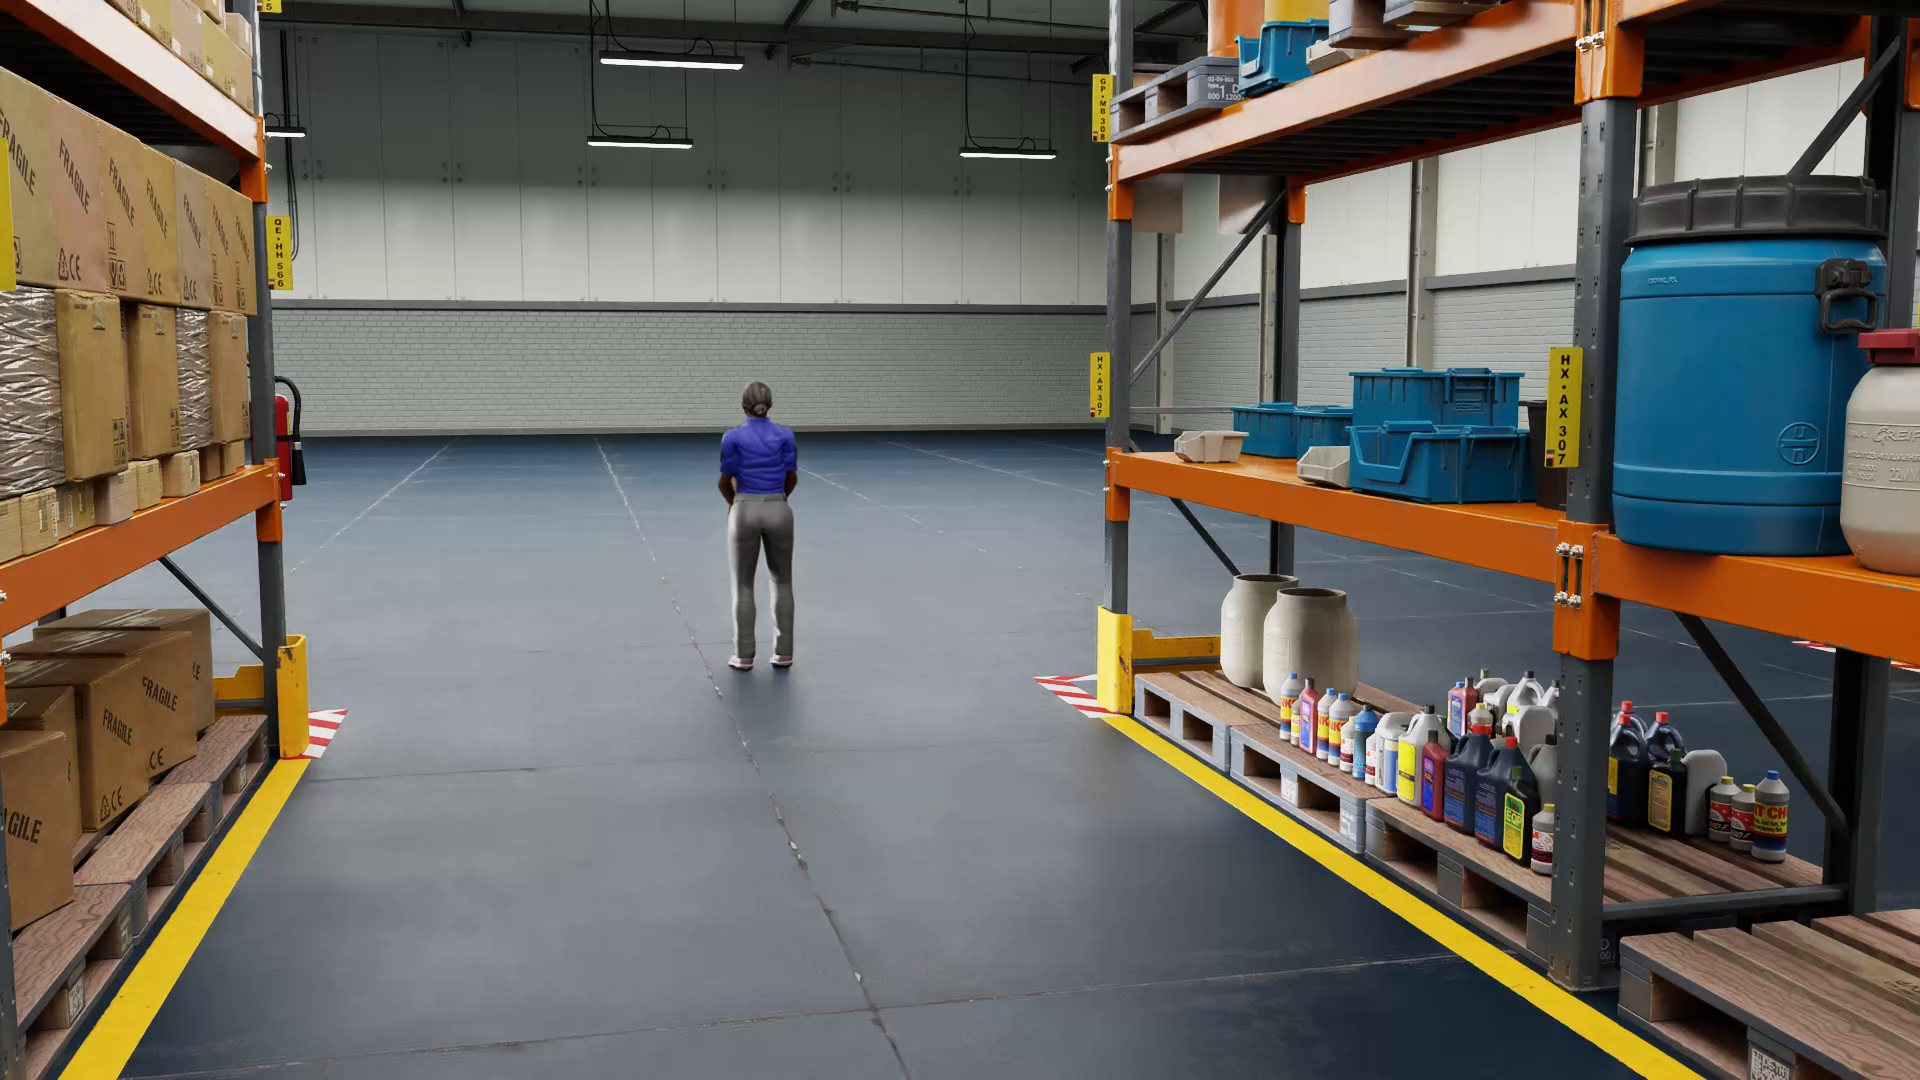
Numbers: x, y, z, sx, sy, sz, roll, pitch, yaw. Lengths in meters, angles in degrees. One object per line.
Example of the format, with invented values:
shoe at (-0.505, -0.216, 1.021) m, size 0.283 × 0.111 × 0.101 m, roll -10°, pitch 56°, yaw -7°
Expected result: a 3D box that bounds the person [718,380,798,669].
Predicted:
person at (-1.165, -0.095, 9.588) m, size 0.455 × 1.653 × 0.510 m, roll -2°, pitch 6°, yaw -14°
